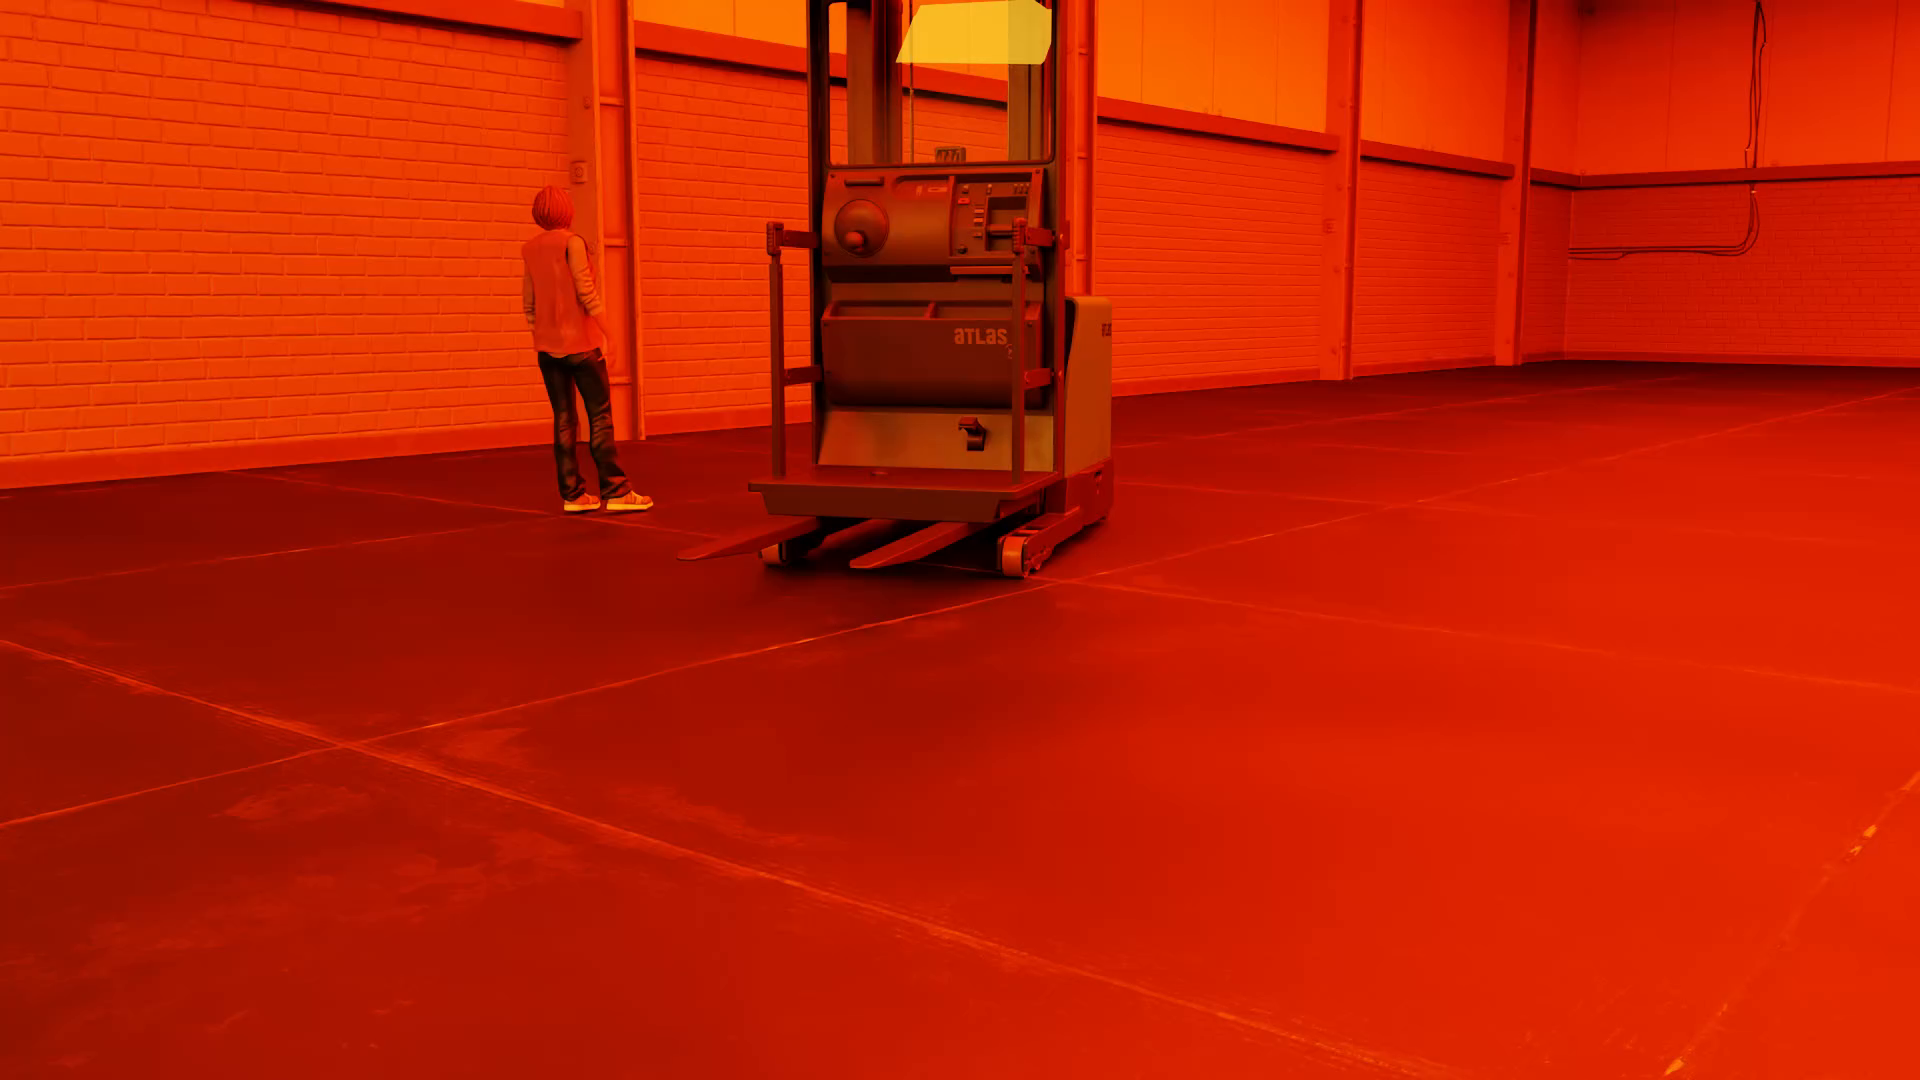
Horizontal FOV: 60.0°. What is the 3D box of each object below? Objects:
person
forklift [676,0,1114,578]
[{"bbox_3d":[-1.875,-0.937,8.243,0.520,1.600,0.473,5,9,28],"label":"person"},{"bbox_3d":[-0.176,-1.366,6.616,1.130,2.935,3.031,3,9,17],"label":"forklift"}]
